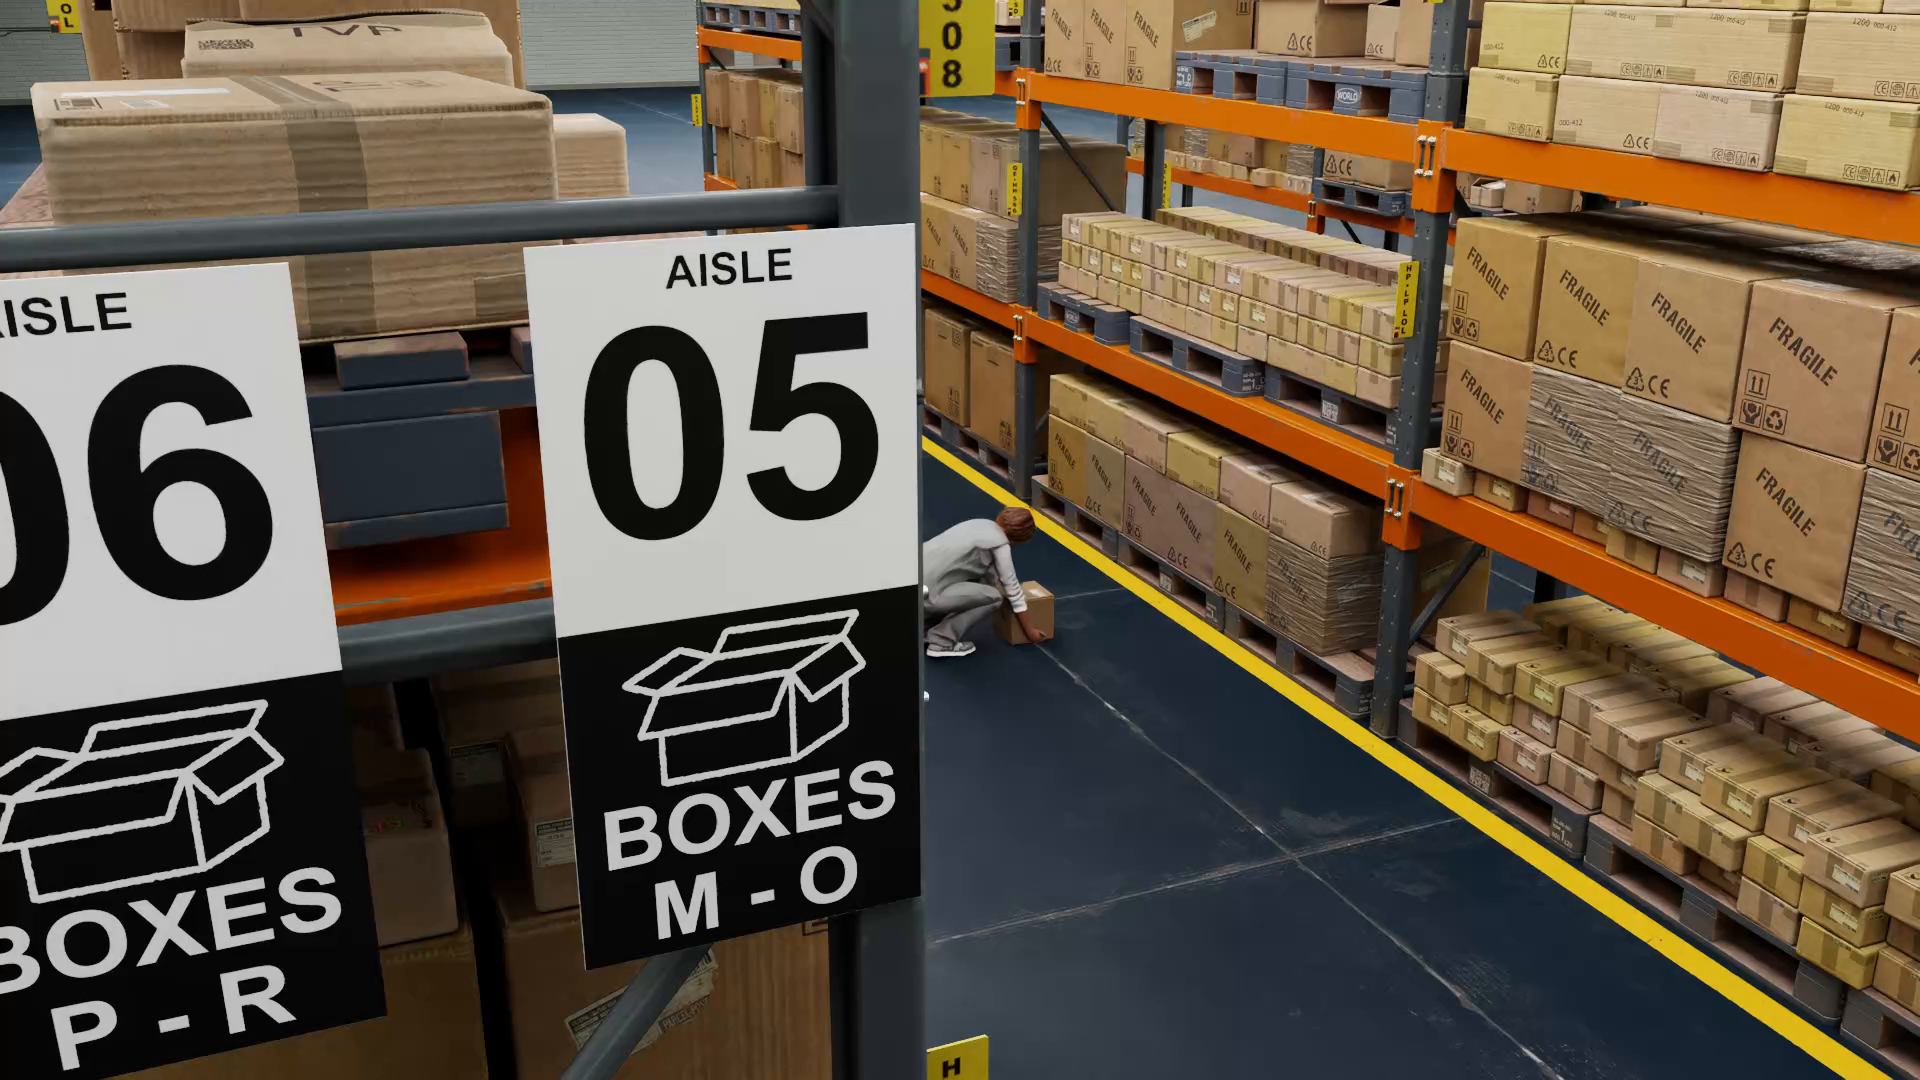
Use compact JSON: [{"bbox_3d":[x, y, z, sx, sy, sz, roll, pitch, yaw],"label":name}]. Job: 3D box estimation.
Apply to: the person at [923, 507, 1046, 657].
[{"bbox_3d":[0.037,0.248,8.816,0.823,0.738,0.437,-8,21,-22],"label":"person"}]
